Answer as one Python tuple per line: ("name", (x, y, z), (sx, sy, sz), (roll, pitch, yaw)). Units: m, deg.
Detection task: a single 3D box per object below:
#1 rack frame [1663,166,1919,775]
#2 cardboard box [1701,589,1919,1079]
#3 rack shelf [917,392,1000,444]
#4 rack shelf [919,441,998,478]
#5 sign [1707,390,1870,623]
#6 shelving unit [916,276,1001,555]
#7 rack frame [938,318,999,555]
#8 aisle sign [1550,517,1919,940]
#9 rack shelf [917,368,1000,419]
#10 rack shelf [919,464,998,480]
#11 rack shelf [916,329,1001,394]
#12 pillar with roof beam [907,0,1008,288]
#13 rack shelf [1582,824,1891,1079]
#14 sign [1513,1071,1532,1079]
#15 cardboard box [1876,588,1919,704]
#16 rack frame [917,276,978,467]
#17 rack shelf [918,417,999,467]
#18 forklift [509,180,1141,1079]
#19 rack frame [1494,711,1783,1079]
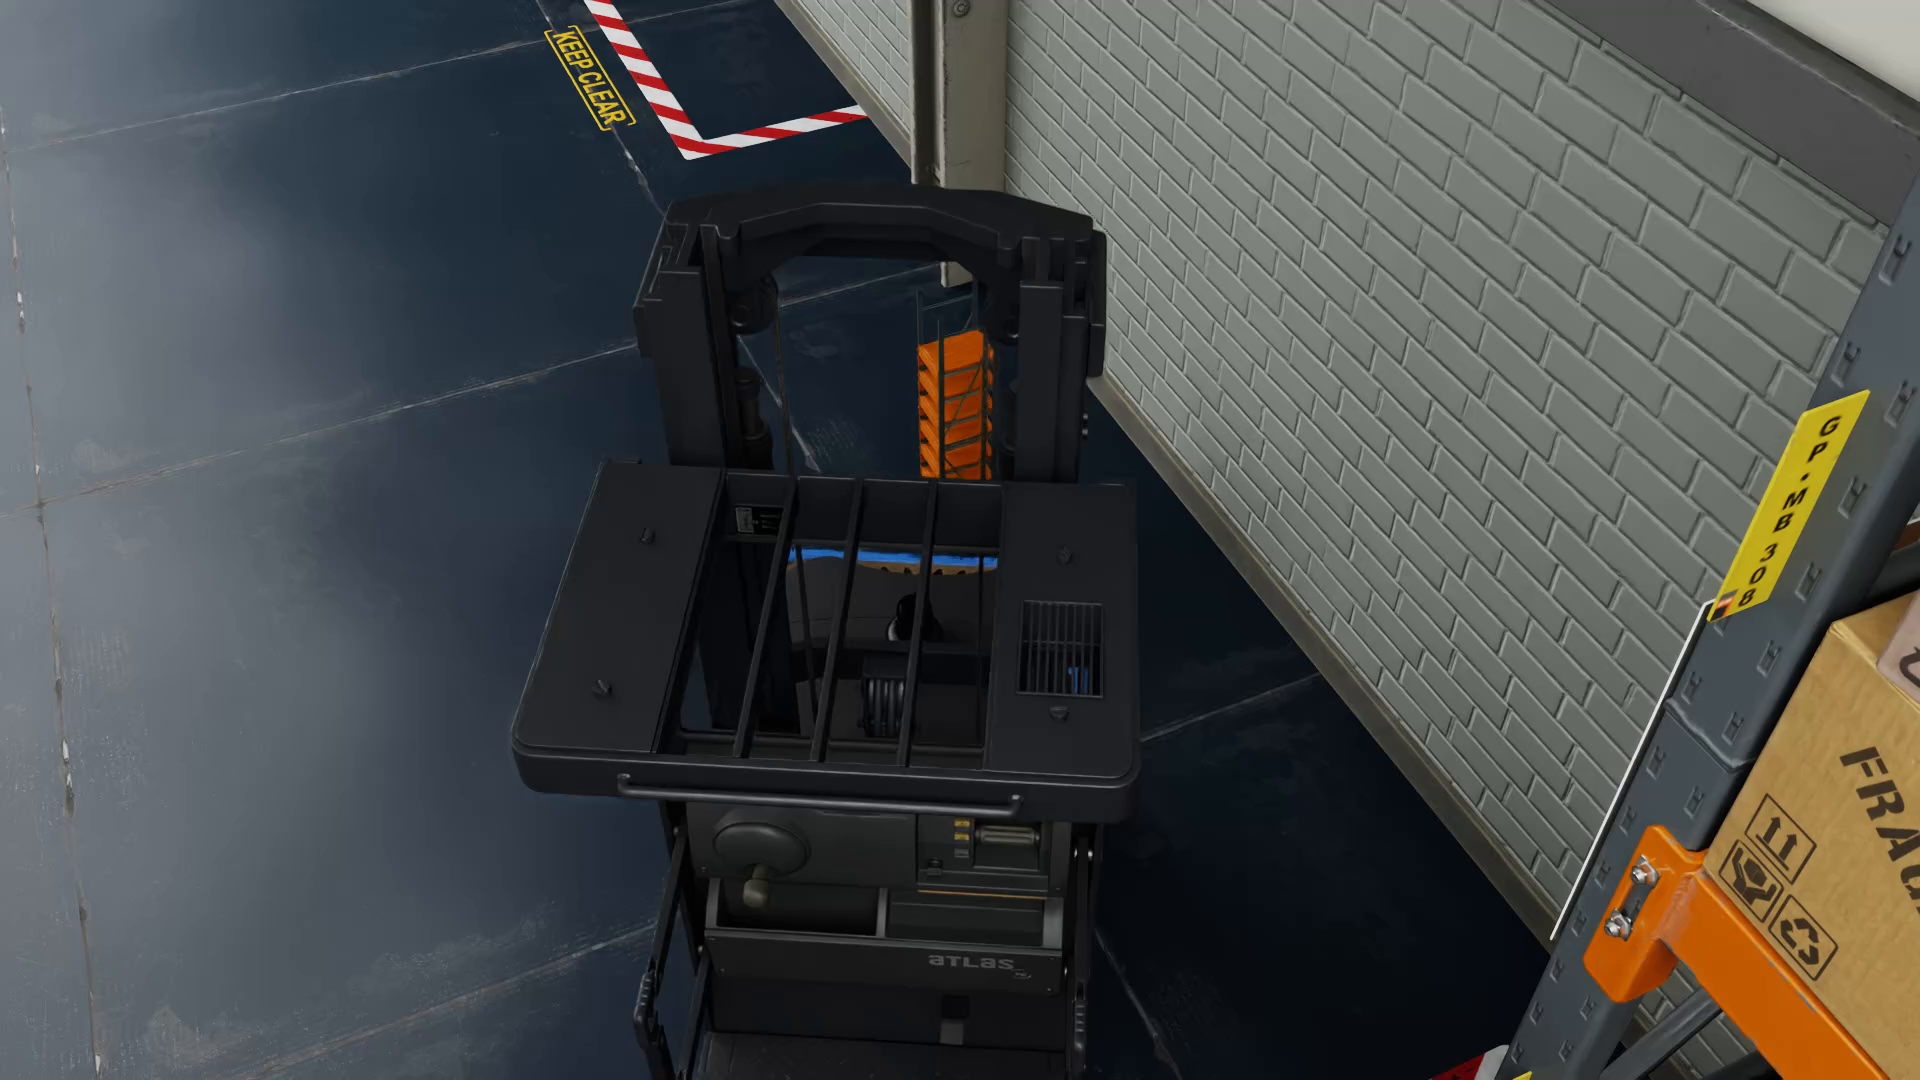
("rack frame", (1.431, -0.949, 1.305), (1.000, 3.000, 0.127), (-18, 47, -17))
("cardboard box", (1.344, 0.363, 2.025), (0.500, 0.500, 0.500), (-17, 47, -16))
("rack shelf", (-0.006, -0.490, 6.285), (0.258, 0.103, 0.180), (-18, 47, -17))
("rack shelf", (-0.006, -0.319, 6.453), (0.258, 0.103, 0.180), (-18, 47, -17))
("sign", (0.938, -0.032, 1.889), (0.100, 0.325, 0.005), (-18, 47, -17))
("shelving unit", (-0.006, -0.436, 6.338), (0.258, 1.200, 0.189), (-18, 47, -17))
("rack frame", (0.032, -0.378, 6.279), (0.240, 1.200, 0.006), (-18, 47, -17))
("aisle sign", (1.128, 0.304, 2.456), (0.394, 0.787, 0.004), (-18, 47, -17))
("rack shelf", (-0.006, -0.576, 6.201), (0.258, 0.103, 0.180), (-18, 47, -17))
("rack shelf", (-0.006, -0.234, 6.538), (0.258, 0.103, 0.180), (-18, 47, -17))
("rack shelf", (-0.006, -0.661, 6.116), (0.258, 0.103, 0.180), (-18, 47, -17))
("pillar with roof beam", (-3.919, -3.311, 3.698), (9.100, 9.000, 0.400), (-18, 47, -17))
("rack shelf", (2.272, 1.649, 1.319), (1.077, 0.370, 4.000), (-18, 47, -17))
("sign", (0.938, 1.039, 2.945), (0.100, 0.325, 0.005), (-18, 47, -17))
("cardboard box", (1.372, 0.037, 1.644), (0.500, 0.500, 0.500), (-21, 48, -20))
("rack frame", (-0.045, -0.495, 6.397), (0.240, 1.200, 0.006), (-18, 47, -17))
("rack shelf", (-0.006, -0.405, 6.369), (0.258, 0.103, 0.180), (-18, 47, -17))
("forklift", (-0.208, 0.797, 3.855), (1.130, 2.935, 3.031), (3, 45, 3))
("rack frame", (1.431, 1.186, 3.412), (1.000, 3.000, 0.127), (-18, 47, -17))
